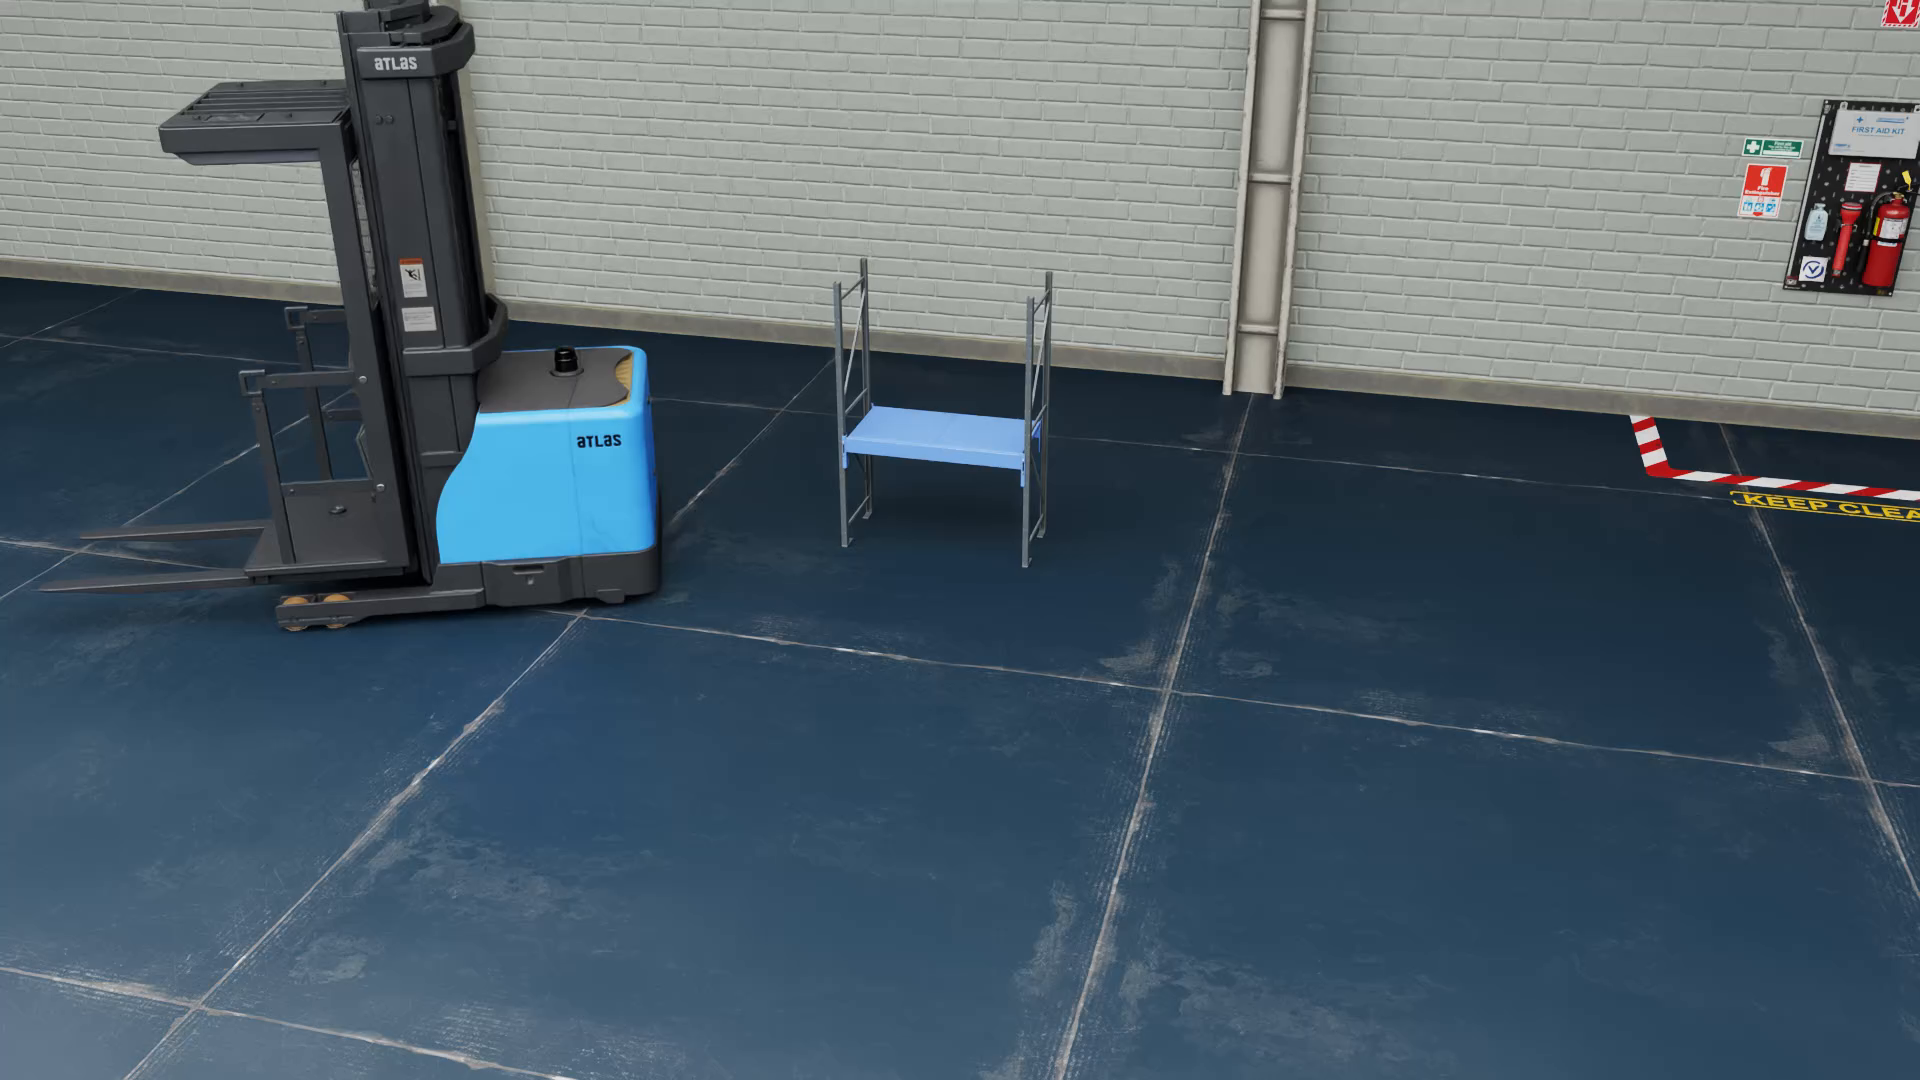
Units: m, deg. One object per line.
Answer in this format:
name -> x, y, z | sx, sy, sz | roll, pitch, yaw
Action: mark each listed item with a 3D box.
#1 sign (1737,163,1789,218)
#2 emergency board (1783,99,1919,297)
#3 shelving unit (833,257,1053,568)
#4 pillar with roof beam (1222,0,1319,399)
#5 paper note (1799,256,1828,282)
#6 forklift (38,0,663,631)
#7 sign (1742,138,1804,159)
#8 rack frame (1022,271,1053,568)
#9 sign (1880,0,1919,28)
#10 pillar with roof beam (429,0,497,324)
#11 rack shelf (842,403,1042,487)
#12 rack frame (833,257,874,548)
sign -> 4.938, -2.148, 10.230 | 0.234, 0.329, 0.001 | 6, 26, 13
emergency board -> 5.447, -2.029, 10.023 | 0.643, 1.169, 0.194 | 6, 26, 13
shelving unit -> -0.083, -0.686, 8.947 | 1.048, 1.500, 0.538 | 6, 26, 13
pillar with roof beam -> 0.948, -3.308, 5.729 | 0.400, 9.000, 9.100 | 6, 26, 13
paper note -> 5.293, -1.679, 10.312 | 0.142, 0.148, 0.016 | 6, 26, 13
forklift -> -3.109, -1.113, 8.178 | 3.031, 2.935, 1.130 | -4, 26, -8
sign -> 4.940, -2.383, 10.107 | 0.331, 0.109, 0.001 | 6, 26, 13
rack frame -> 0.410, -0.632, 8.832 | 0.032, 1.500, 0.500 | 6, 26, 13
sign -> 5.464, -3.118, 9.614 | 0.199, 0.298, 0.001 | 6, 26, 13
pillar with roof beam -> -4.863, -3.950, 7.078 | 0.400, 9.000, 9.100 | 6, 26, 13
rack shelf -> -0.083, -0.524, 9.024 | 1.000, 0.185, 0.538 | 6, 26, 13
rack frame -> -0.575, -0.741, 9.061 | 0.032, 1.500, 0.500 | 6, 26, 13
